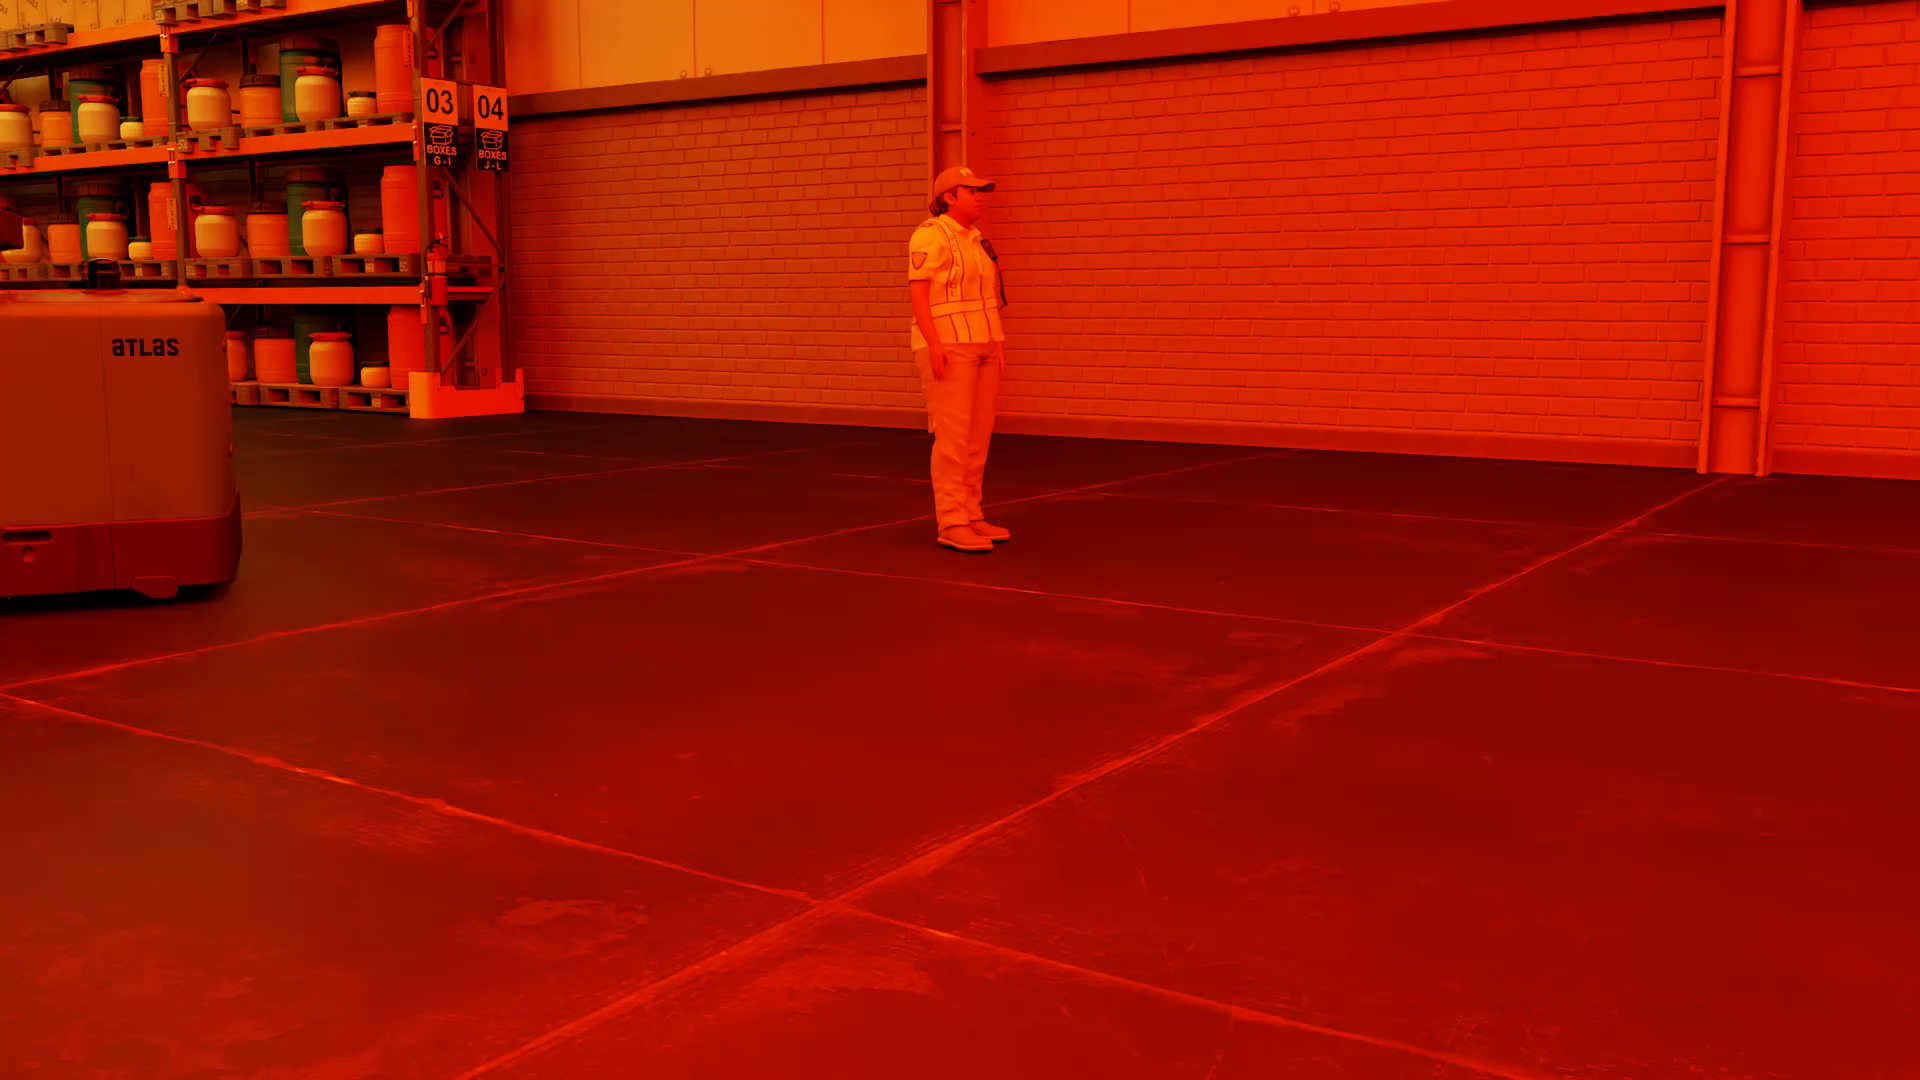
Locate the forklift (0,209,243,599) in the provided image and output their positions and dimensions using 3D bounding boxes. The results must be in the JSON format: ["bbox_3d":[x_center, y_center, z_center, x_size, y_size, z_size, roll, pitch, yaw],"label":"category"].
[{"bbox_3d":[-4.227,-1.217,5.748,3.031,2.935,1.130,-3,9,-21],"label":"forklift"}]

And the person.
[{"bbox_3d":[0.051,-0.825,7.424,0.529,1.670,0.598,5,10,34],"label":"person"}]
